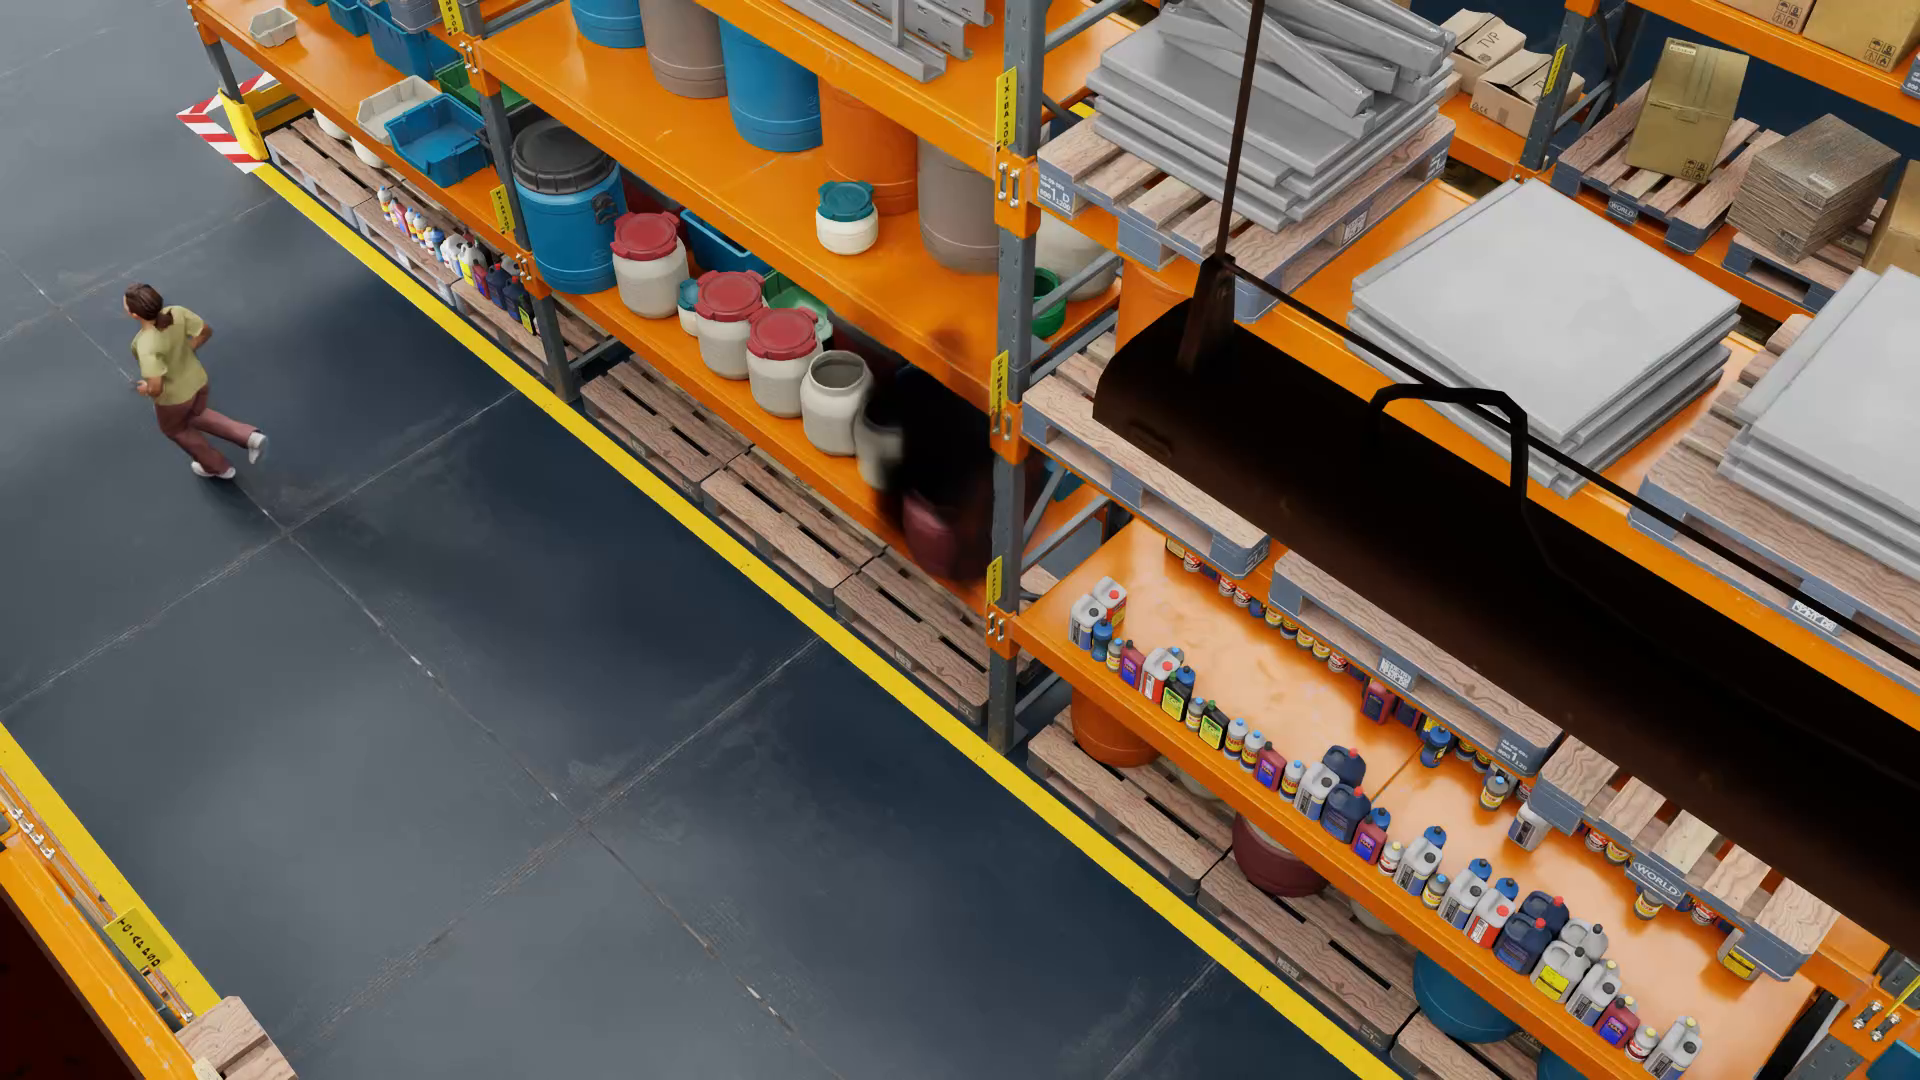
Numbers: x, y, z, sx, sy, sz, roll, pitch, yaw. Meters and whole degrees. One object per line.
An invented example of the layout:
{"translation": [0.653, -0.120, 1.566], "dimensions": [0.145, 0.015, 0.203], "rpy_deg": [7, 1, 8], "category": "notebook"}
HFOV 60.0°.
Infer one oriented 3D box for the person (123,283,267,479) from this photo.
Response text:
{"translation": [-4.679, -0.910, 10.103], "dimensions": [0.624, 1.629, 0.585], "rpy_deg": [14, 51, 11], "category": "person"}
